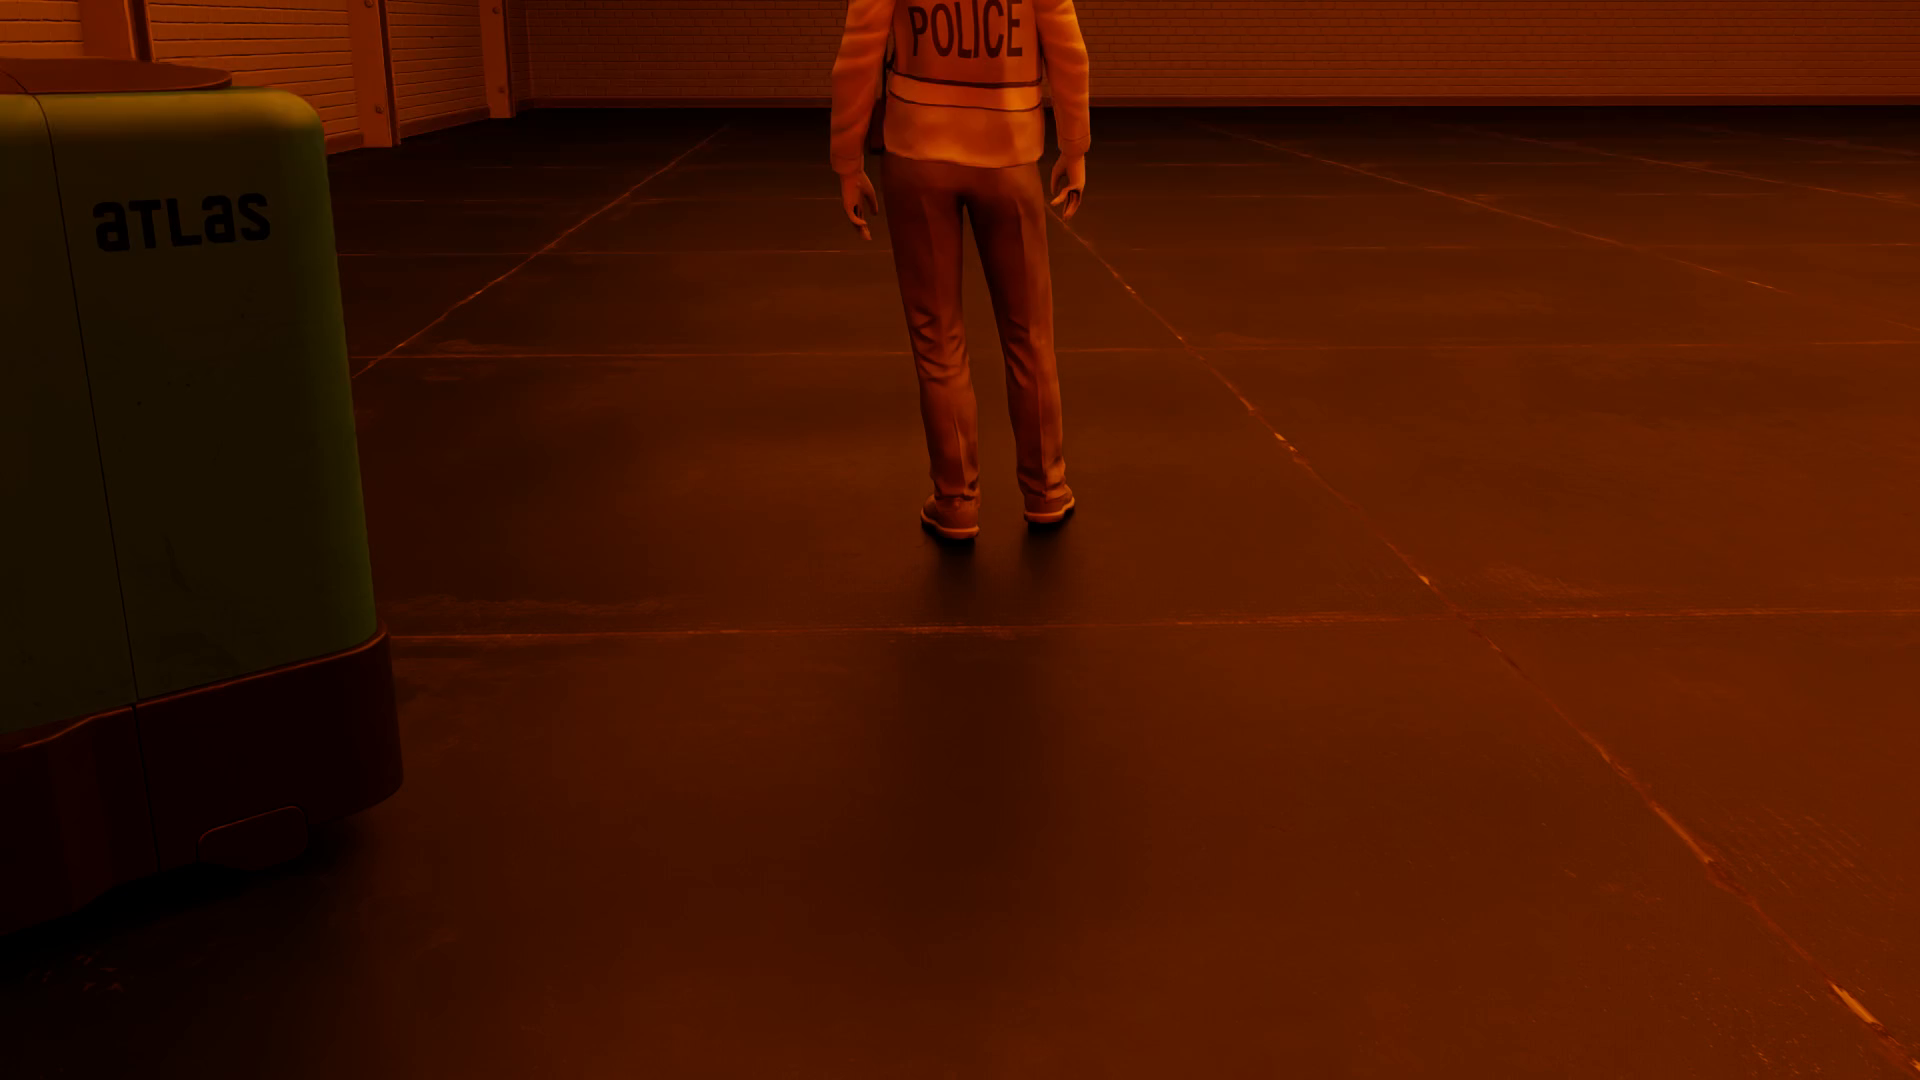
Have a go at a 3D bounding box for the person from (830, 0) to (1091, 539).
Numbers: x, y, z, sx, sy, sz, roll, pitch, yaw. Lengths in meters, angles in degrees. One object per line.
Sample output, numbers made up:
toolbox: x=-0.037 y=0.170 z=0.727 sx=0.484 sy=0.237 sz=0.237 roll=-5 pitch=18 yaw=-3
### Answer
person: x=0.003 y=-0.837 z=3.734 sx=0.586 sy=1.694 sz=0.532 roll=-1 pitch=17 yaw=-3

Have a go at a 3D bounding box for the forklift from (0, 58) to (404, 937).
forklift: x=-2.259 y=-0.777 z=1.448 sx=3.031 sy=2.935 sz=1.130 roll=-15 pitch=23 yaw=-40
